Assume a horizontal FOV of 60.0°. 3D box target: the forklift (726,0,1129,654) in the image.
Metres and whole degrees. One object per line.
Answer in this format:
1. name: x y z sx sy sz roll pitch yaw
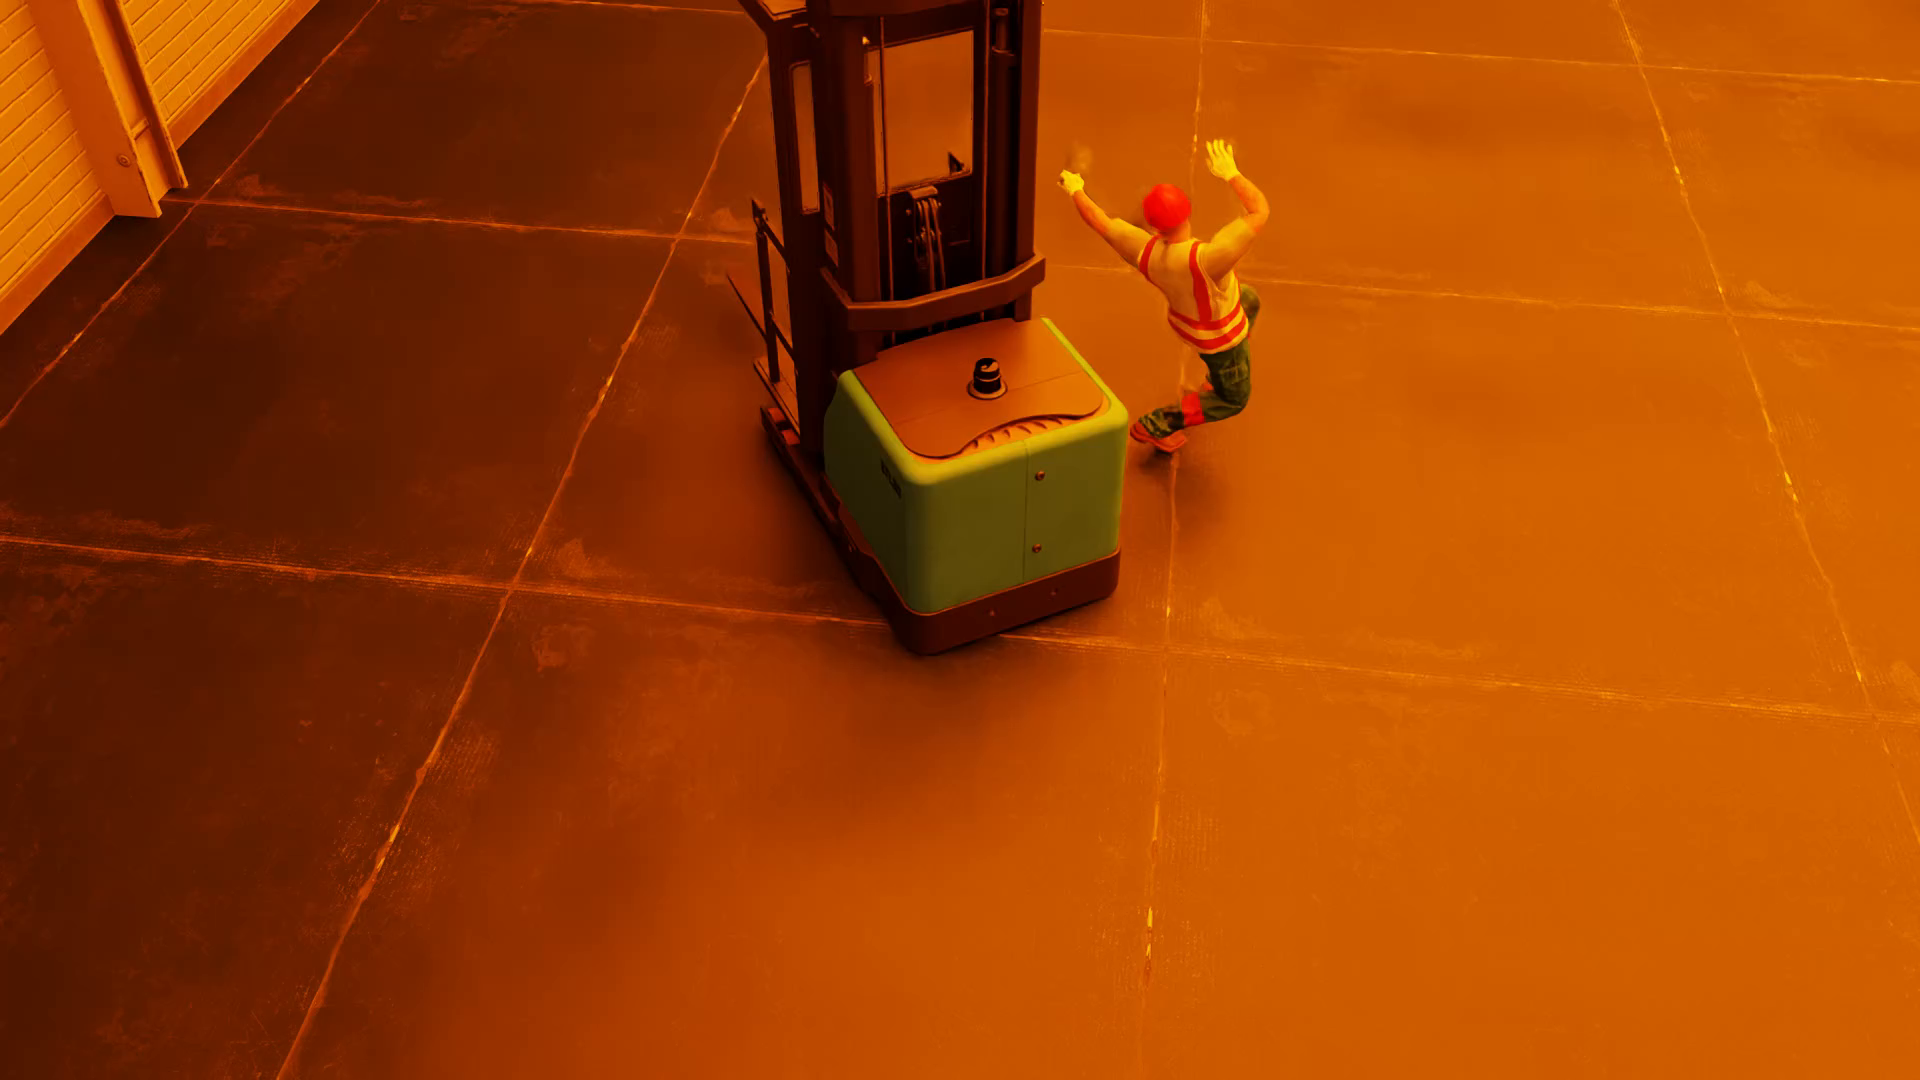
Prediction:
1. forklift: -0.355 -1.585 7.450 1.130 2.935 3.031 -17 45 -18

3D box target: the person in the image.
1. person: 1.061 -1.298 8.151 0.863 1.595 1.112 -24 48 -24
